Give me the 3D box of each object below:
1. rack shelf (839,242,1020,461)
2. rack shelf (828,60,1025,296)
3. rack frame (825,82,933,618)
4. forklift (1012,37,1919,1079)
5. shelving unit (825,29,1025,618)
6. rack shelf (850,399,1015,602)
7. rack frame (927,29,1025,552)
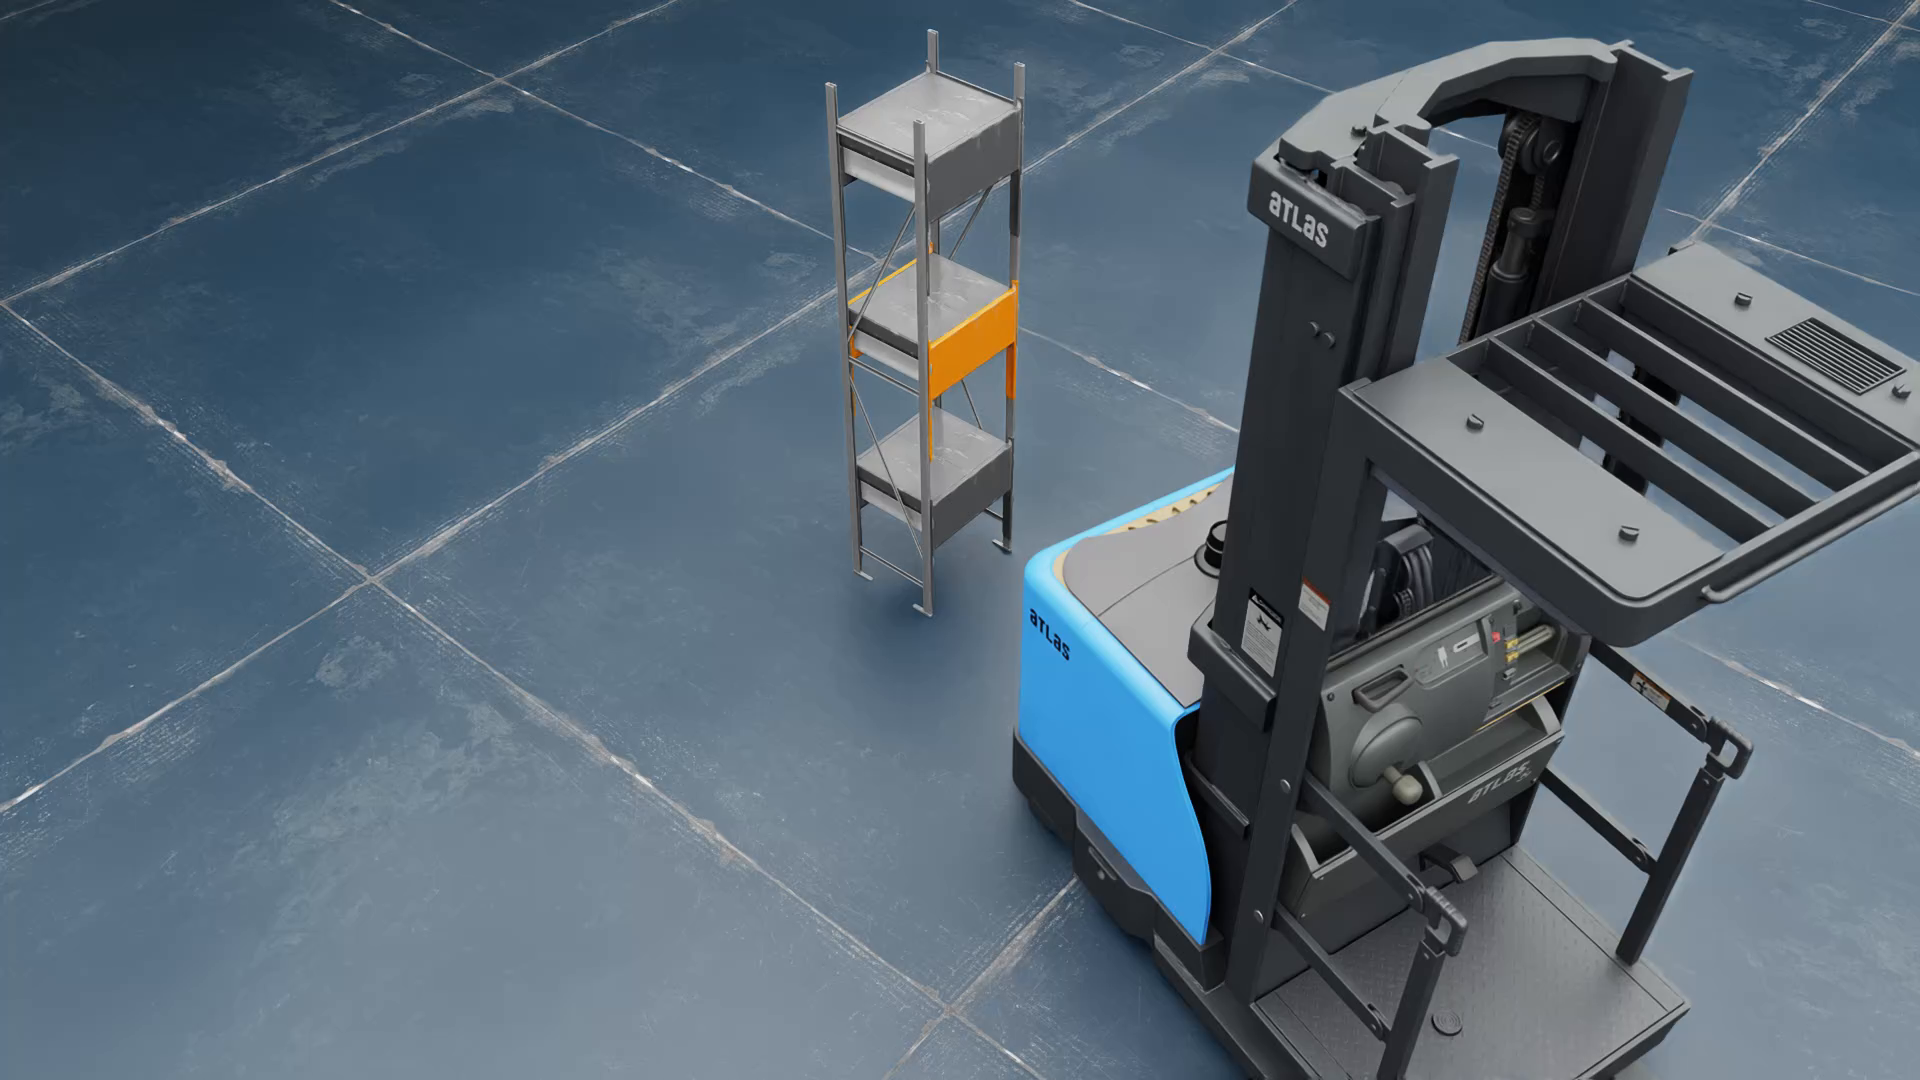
[{"bbox_3d":[-0.107,-0.682,5.959,0.431,0.518,0.480,29,50,28],"label":"rack shelf"},{"bbox_3d":[-0.107,-1.199,5.488,0.431,0.518,0.480,29,50,28],"label":"rack shelf"},{"bbox_3d":[-0.264,-0.566,5.812,0.400,2.100,0.015,29,50,28],"label":"rack frame"},{"bbox_3d":[1.391,0.431,4.098,1.130,2.935,3.031,-23,47,-23],"label":"forklift"},{"bbox_3d":[-0.107,-0.692,5.950,0.431,2.100,0.503,29,50,28],"label":"shelving unit"},{"bbox_3d":[-0.107,-0.164,6.430,0.431,0.518,0.480,29,50,28],"label":"rack shelf"},{"bbox_3d":[0.050,-0.817,6.088,0.400,2.100,0.015,29,50,28],"label":"rack frame"}]
